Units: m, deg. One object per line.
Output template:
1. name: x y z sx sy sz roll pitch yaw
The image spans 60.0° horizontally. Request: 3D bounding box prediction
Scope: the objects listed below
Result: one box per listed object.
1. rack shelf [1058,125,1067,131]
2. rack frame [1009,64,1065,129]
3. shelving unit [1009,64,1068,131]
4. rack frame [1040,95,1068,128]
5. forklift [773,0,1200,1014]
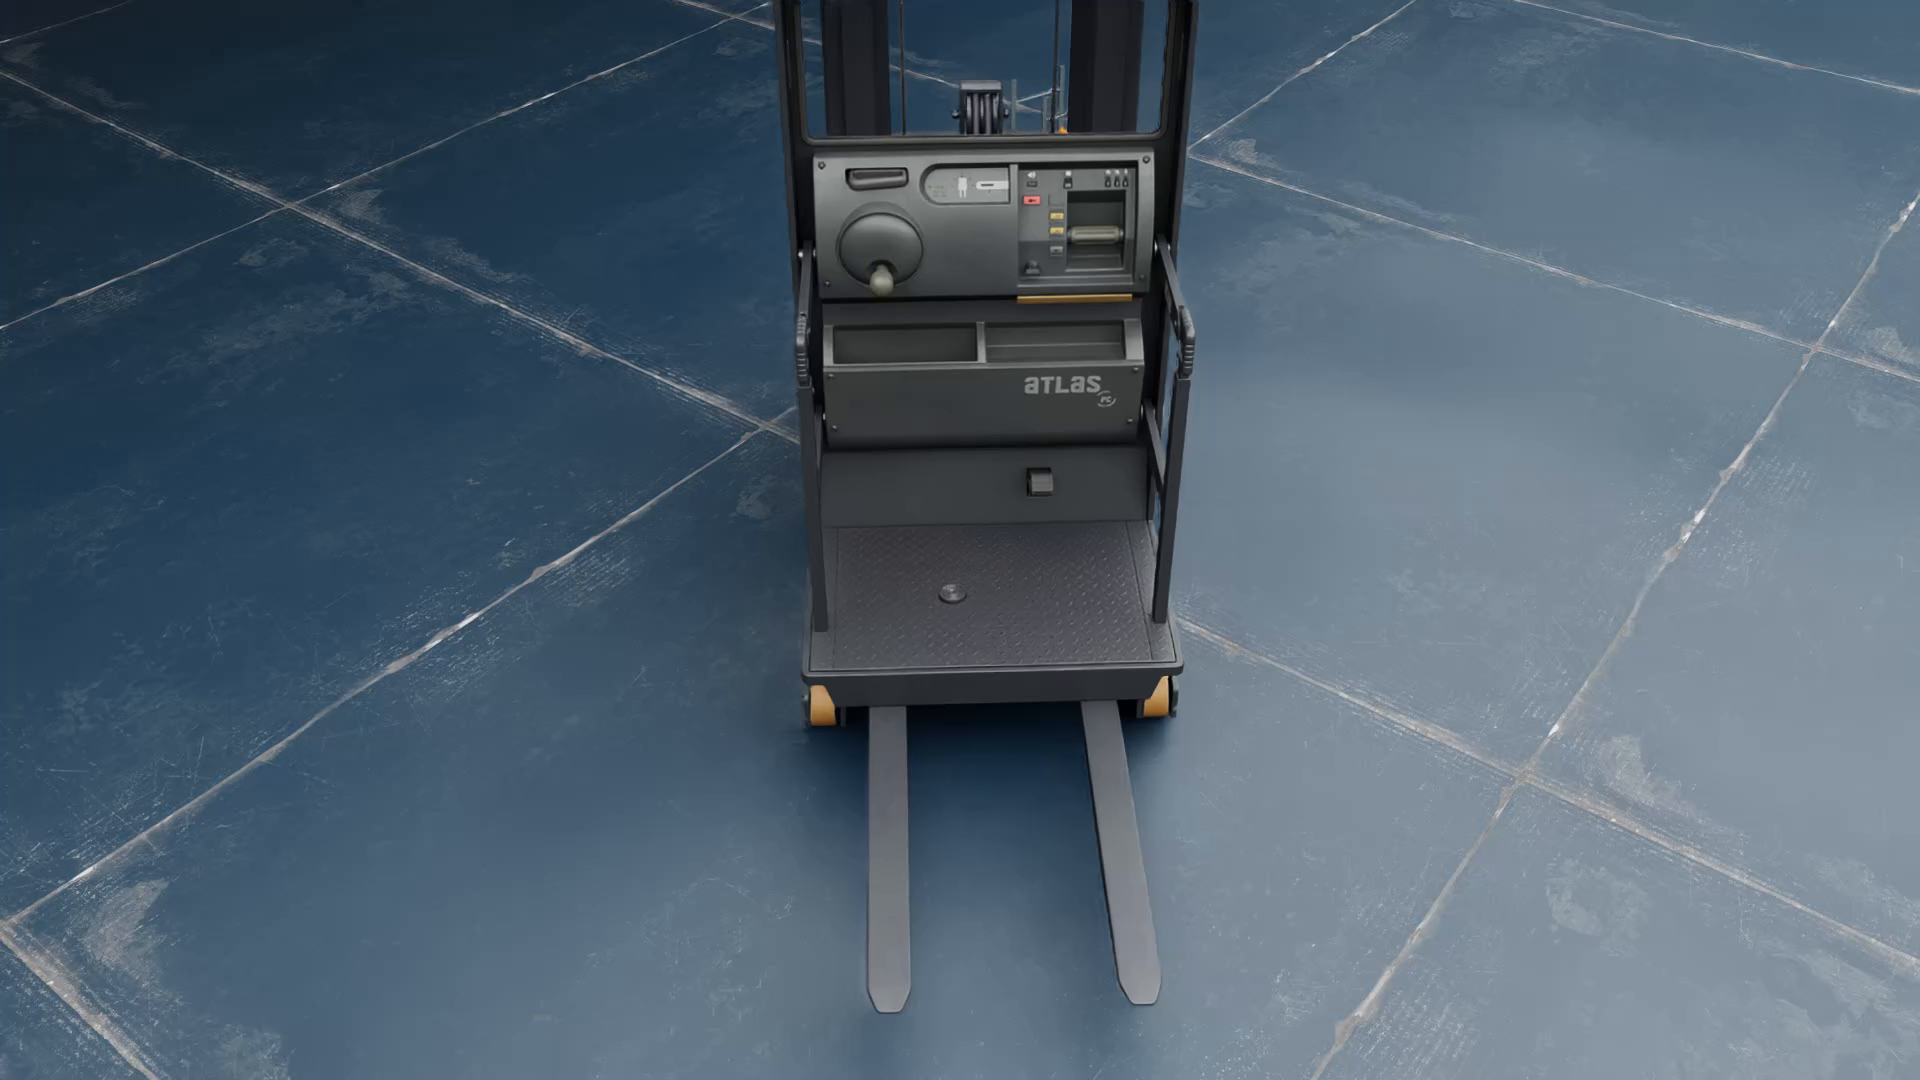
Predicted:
1. rack shelf: 0.331 -1.402 6.056 0.258 0.103 0.180 -23 44 -27
2. rack frame: 0.279 -1.200 6.310 0.240 1.200 0.006 -23 44 -27
3. shelving unit: 0.331 -1.154 6.250 0.258 1.200 0.189 -23 44 -27
4. rack frame: 0.383 -1.108 6.191 0.240 1.200 0.006 -23 44 -27
5. forklift: 0.078 -0.795 4.388 1.130 2.935 3.031 -1 38 -2
